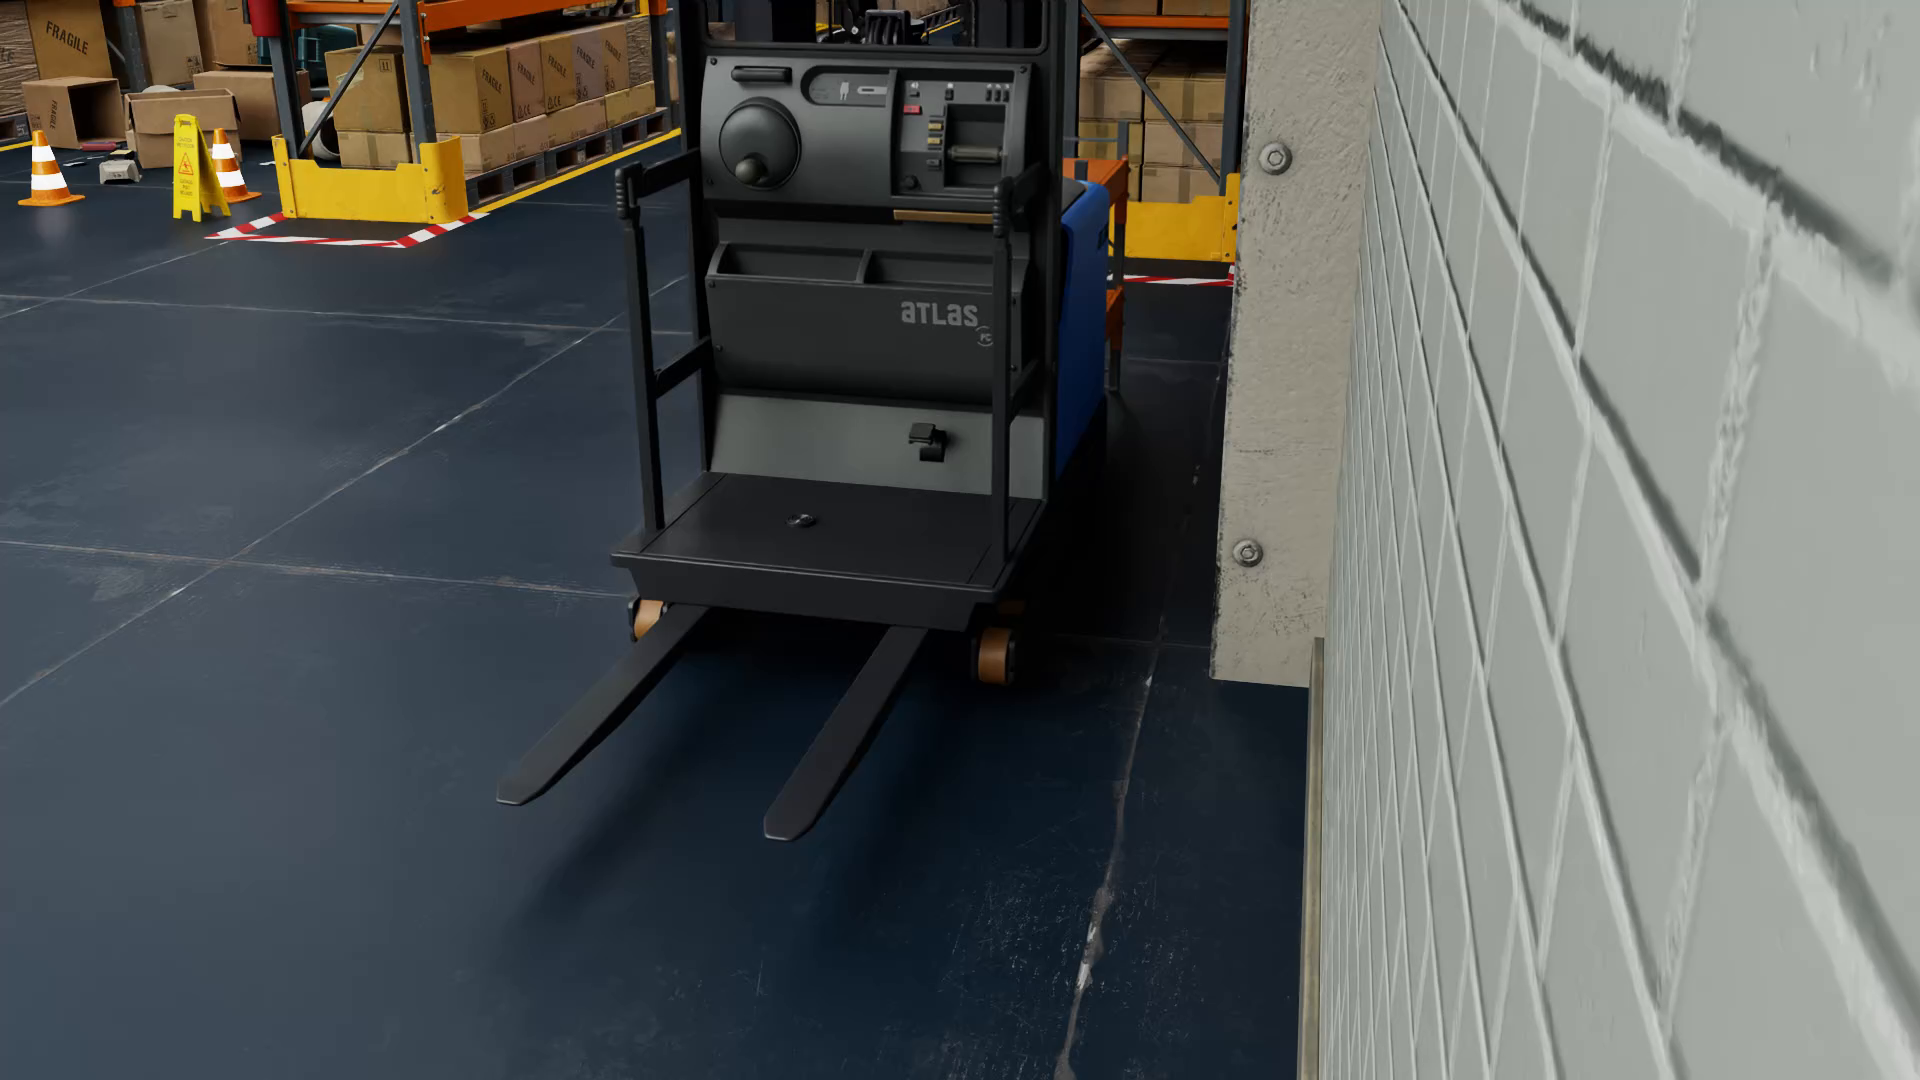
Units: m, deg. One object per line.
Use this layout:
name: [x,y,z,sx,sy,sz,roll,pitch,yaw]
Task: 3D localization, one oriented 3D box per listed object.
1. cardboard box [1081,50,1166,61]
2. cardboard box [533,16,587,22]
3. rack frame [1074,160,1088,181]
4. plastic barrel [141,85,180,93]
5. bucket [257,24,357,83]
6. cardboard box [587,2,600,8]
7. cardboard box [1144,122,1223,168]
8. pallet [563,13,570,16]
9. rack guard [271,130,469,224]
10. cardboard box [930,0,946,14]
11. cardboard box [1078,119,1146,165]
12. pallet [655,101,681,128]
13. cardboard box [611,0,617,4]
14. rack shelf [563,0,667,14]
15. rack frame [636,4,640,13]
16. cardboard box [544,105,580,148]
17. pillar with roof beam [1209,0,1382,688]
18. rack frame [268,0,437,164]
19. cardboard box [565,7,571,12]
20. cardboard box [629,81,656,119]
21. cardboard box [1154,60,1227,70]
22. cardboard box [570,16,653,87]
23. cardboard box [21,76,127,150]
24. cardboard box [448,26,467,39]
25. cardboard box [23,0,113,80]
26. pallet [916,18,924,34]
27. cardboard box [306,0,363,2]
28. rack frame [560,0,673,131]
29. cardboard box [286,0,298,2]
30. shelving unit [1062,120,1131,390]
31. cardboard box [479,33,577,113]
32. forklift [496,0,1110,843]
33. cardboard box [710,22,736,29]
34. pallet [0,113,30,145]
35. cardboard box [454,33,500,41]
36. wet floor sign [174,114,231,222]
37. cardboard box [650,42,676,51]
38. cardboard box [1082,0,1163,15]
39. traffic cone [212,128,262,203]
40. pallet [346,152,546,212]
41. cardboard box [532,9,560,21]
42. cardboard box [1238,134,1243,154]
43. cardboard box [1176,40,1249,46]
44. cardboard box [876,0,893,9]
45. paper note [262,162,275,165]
cardboard box: [1.058,-3.027,10.814,0.500,0.250,0.500,5,22,12]
cardboard box: [-3.350,-3.991,13.542,0.500,0.500,0.500,6,23,13]
rack frame: [0.203,-0.825,6.077,0.500,1.125,0.032,5,23,13]
plastic barrel: [-6.562,-3.533,13.738,0.421,0.421,0.512,-16,27,-35]
bucket: [-5.603,-4.221,14.345,0.726,0.611,0.620,13,15,29]
cardboard box: [-5.482,-7.833,24.220,0.380,0.149,0.250,5,22,12]
cardboard box: [1.377,-2.387,9.893,0.500,0.250,0.500,5,22,12]
pallet: [-6.097,-7.140,22.979,1.003,0.211,1.213,4,22,11]
rack guard: [-3.766,-2.324,10.636,1.175,0.500,0.348,4,22,11]
cardboard box: [-0.732,-7.730,23.578,0.875,0.438,0.875,5,22,12]
cardboard box: [0.871,-2.432,10.006,0.500,0.250,0.500,4,22,10]
pallet: [-2.808,-3.910,14.960,1.003,0.211,1.213,4,22,11]
cardboard box: [-5.378,-8.120,24.934,0.380,0.149,0.250,4,22,11]
rack shelf: [-2.558,-5.317,15.682,1.077,0.370,4.000,4,22,11]
rack frame: [-5.384,-9.648,25.474,1.000,3.000,0.127,4,22,11]
cardboard box: [-3.136,-3.036,12.175,0.500,0.250,0.500,6,23,15]
pillar with roof beam: [-3.336,-4.182,3.871,9.100,9.000,0.400,4,22,11]
rack frame: [-3.782,-3.456,10.100,1.000,3.000,0.127,4,22,11]
cardboard box: [-5.733,-7.556,23.534,0.380,0.149,0.250,4,22,9]
cardboard box: [-2.823,-3.602,13.579,0.500,0.250,0.500,5,23,13]
cardboard box: [1.460,-2.807,10.267,0.500,0.250,0.500,4,22,11]
cardboard box: [-2.824,-3.949,13.439,0.500,0.500,0.500,4,22,10]
cardboard box: [-7.144,-3.455,13.440,0.500,0.500,0.500,8,23,20]
cardboard box: [-3.755,-3.664,11.863,0.380,0.149,0.250,5,23,13]
cardboard box: [-8.029,-4.244,14.338,0.875,0.875,0.875,5,22,12]
pallet: [-1.102,-6.824,22.193,1.003,0.211,1.213,4,22,11]
cardboard box: [-3.915,-3.493,10.527,0.380,0.149,0.250,5,23,13]
rack frame: [-2.966,-4.919,13.732,1.000,3.000,0.127,4,22,11]
cardboard box: [-7.403,-5.338,17.221,1.050,0.750,0.750,5,22,12]
shelving unit: [0.322,-1.010,6.535,0.538,1.125,1.048,5,23,13]
cardboard box: [-3.130,-3.380,12.026,0.500,0.500,0.500,5,22,12]
forklift: [-0.313,-1.116,4.380,1.130,2.935,3.031,5,23,13]
cardboard box: [-2.275,-5.152,17.265,0.950,0.372,0.625,3,22,7]
pallet: [-8.311,-3.246,13.311,1.003,0.211,1.213,4,22,11]
cardboard box: [-3.661,-3.411,12.103,0.500,0.500,0.500,4,22,10]
wet floor sign: [-4.868,-2.376,10.569,0.267,0.644,0.232,13,25,29]
cardboard box: [-2.718,-4.350,15.275,0.950,0.372,0.625,6,23,14]
cardboard box: [0.921,-3.326,9.641,0.500,0.500,0.500,4,22,10]
traffic cone: [-4.957,-2.535,11.208,0.336,0.463,0.334,4,22,11]
pallet: [-3.566,-2.485,11.421,1.003,0.211,1.213,4,22,11]
cardboard box: [-3.435,-4.251,13.319,0.380,0.149,0.250,5,22,12]
cardboard box: [1.591,-2.532,10.924,0.500,0.250,0.500,4,22,10]
cardboard box: [1.778,-3.360,11.641,0.500,0.250,0.500,5,22,11]
cardboard box: [-1.382,-6.821,20.737,0.875,0.875,0.875,5,23,13]
paper note: [-5.218,-2.870,12.634,0.148,0.019,0.142,13,25,29]
